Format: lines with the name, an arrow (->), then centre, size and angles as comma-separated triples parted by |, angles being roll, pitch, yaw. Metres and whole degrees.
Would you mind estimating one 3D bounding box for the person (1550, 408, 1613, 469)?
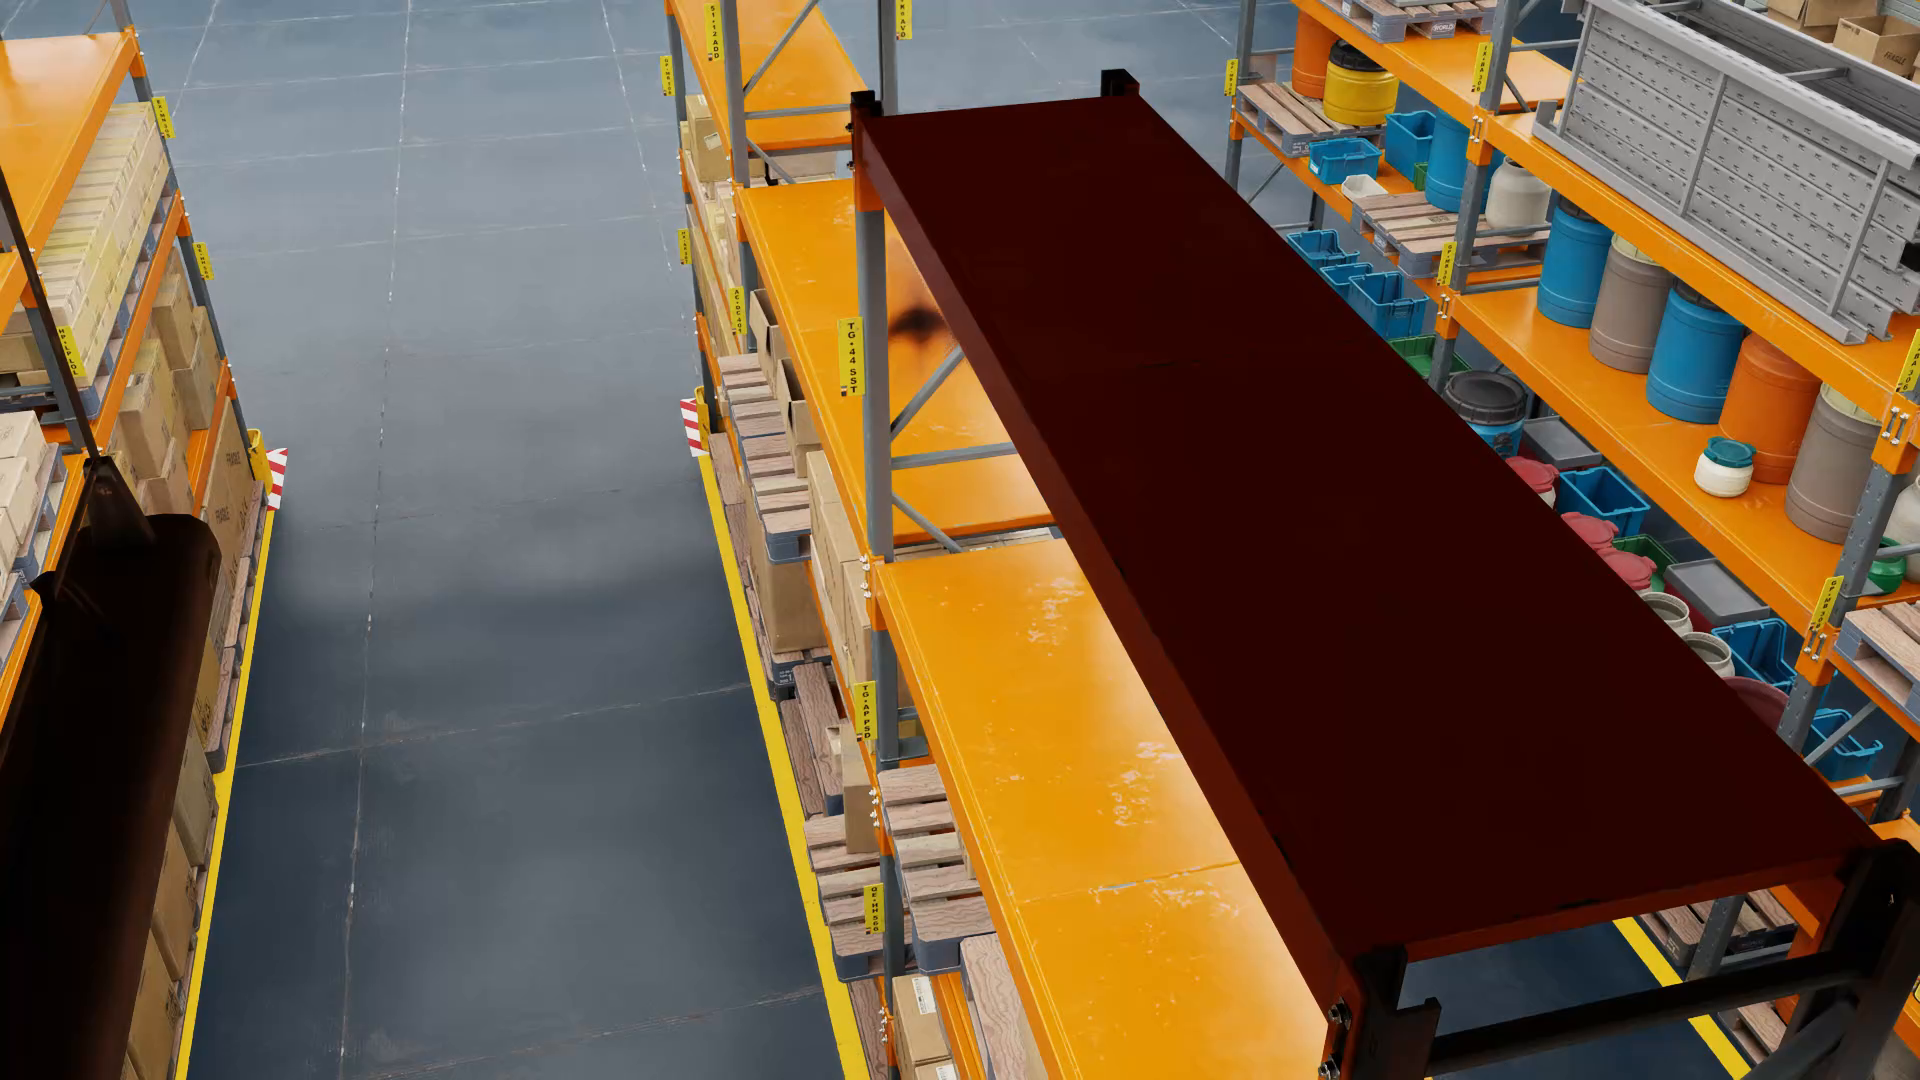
person -> 5.490, -1.341, 14.495 | 0.718, 1.746, 0.833 | -16, 38, -22
